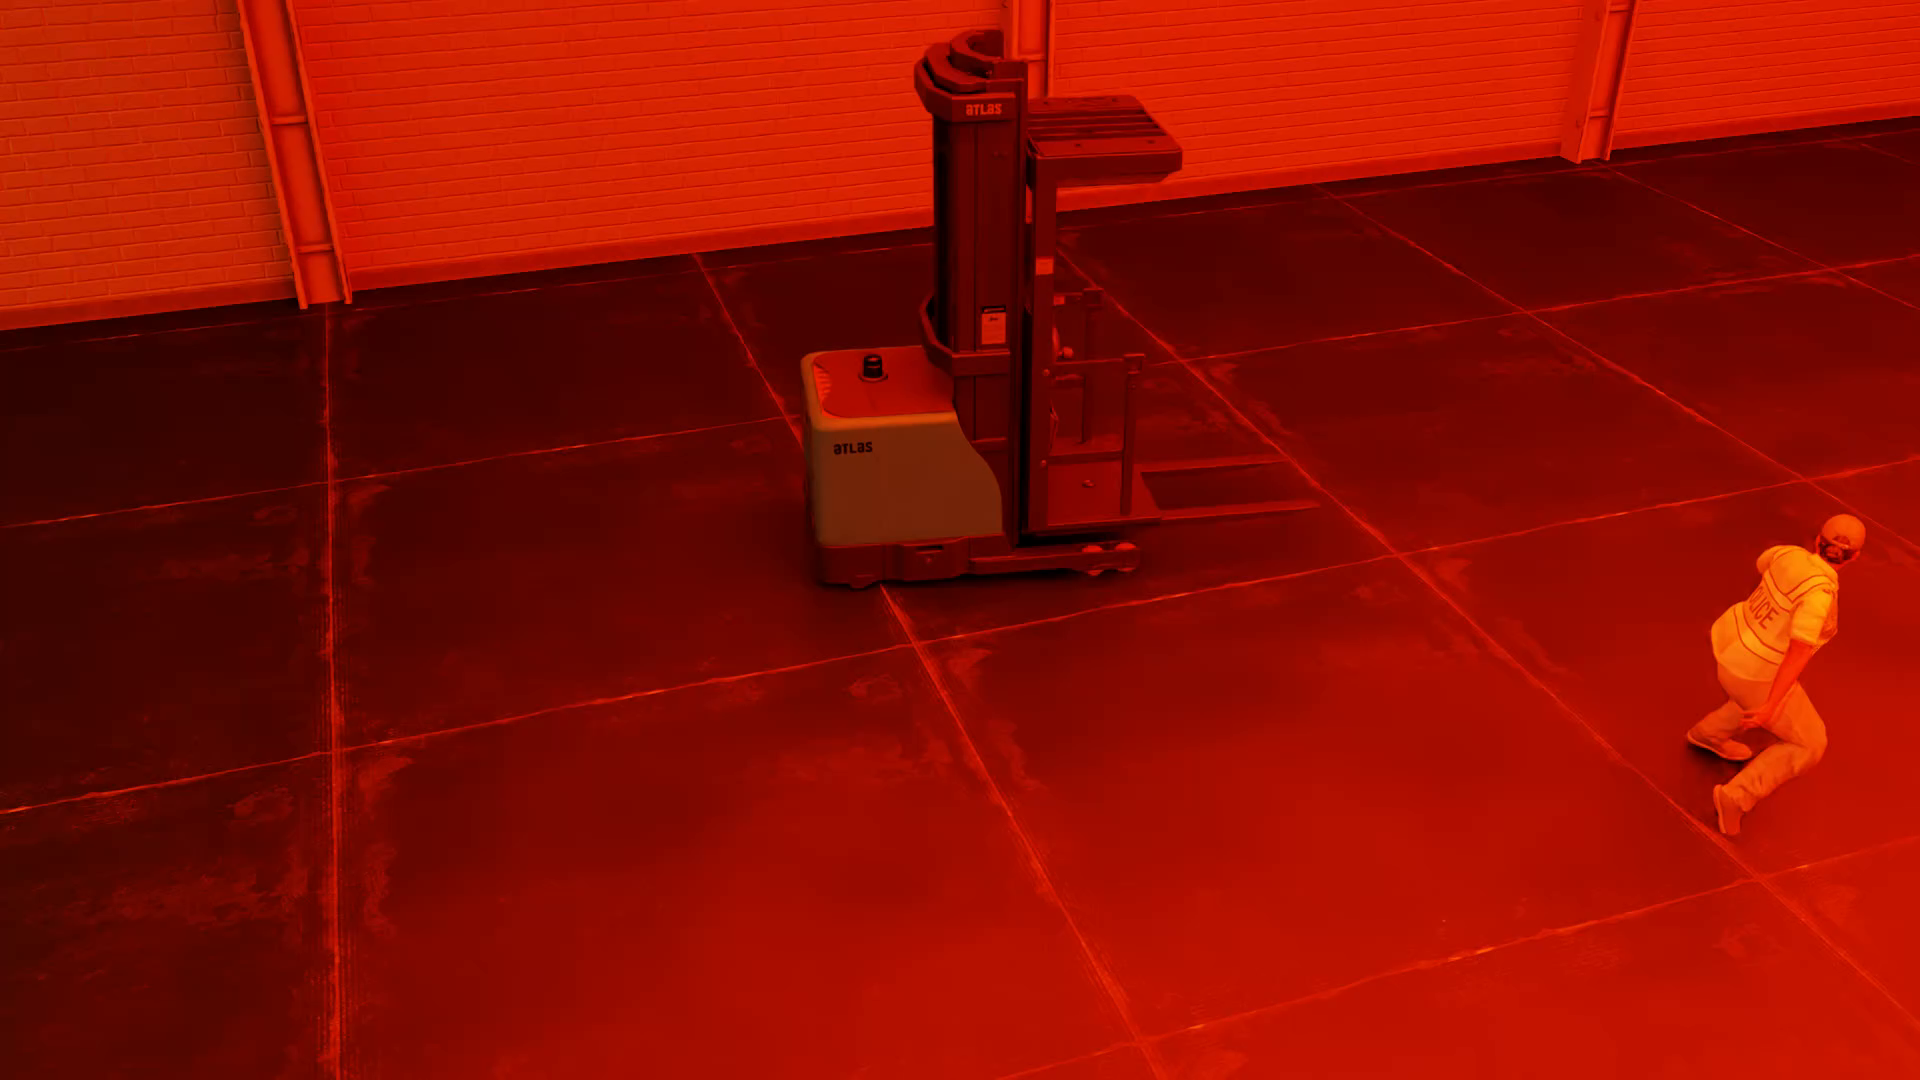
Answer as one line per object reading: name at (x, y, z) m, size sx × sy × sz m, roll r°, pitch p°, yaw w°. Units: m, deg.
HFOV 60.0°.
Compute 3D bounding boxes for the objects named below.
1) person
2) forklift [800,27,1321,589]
person at (3.692, 0.605, 7.565) m, size 0.520 × 1.568 × 0.936 m, roll 7°, pitch 31°, yaw 12°
forklift at (0.608, -1.327, 9.393) m, size 3.031 × 2.935 × 1.130 m, roll -5°, pitch 30°, yaw -8°
